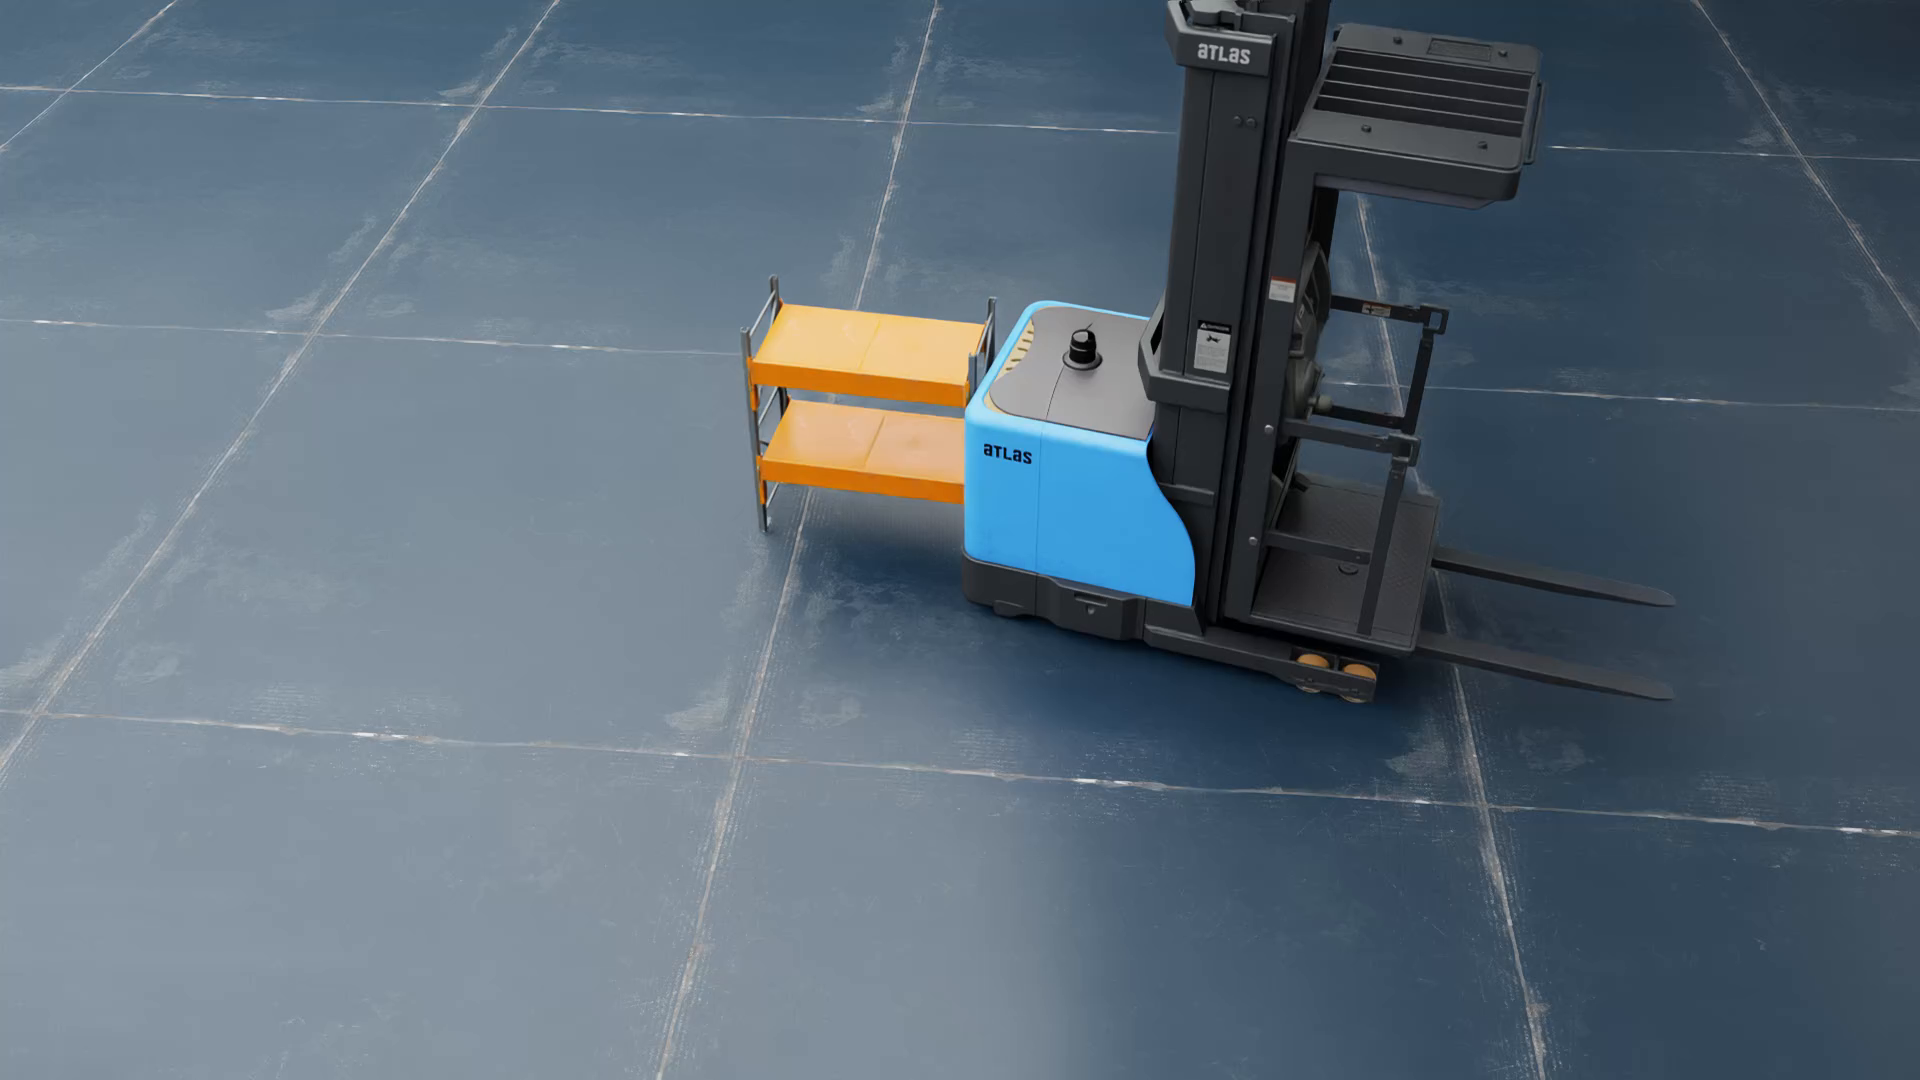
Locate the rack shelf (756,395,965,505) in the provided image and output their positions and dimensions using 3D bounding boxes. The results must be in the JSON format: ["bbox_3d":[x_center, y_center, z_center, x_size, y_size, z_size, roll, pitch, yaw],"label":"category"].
[{"bbox_3d":[-0.400,-0.375,7.878,1.000,0.278,0.538,7,40,9],"label":"rack shelf"}]

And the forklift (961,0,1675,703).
[{"bbox_3d":[1.580,-0.824,6.611,3.031,2.935,1.130,12,41,15],"label":"forklift"}]

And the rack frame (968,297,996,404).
[{"bbox_3d":[0.099,-0.503,7.647,0.032,1.125,0.500,7,40,9],"label":"rack frame"}]

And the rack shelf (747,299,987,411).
[{"bbox_3d":[-0.400,-0.792,7.539,1.000,0.278,0.538,7,40,9],"label":"rack shelf"}]

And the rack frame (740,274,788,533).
[{"bbox_3d":[-0.899,-0.627,7.800,0.032,1.125,0.500,7,40,9],"label":"rack frame"}]

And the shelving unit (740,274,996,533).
[{"bbox_3d":[-0.400,-0.565,7.724,1.048,1.125,0.538,7,40,9],"label":"shelving unit"}]
